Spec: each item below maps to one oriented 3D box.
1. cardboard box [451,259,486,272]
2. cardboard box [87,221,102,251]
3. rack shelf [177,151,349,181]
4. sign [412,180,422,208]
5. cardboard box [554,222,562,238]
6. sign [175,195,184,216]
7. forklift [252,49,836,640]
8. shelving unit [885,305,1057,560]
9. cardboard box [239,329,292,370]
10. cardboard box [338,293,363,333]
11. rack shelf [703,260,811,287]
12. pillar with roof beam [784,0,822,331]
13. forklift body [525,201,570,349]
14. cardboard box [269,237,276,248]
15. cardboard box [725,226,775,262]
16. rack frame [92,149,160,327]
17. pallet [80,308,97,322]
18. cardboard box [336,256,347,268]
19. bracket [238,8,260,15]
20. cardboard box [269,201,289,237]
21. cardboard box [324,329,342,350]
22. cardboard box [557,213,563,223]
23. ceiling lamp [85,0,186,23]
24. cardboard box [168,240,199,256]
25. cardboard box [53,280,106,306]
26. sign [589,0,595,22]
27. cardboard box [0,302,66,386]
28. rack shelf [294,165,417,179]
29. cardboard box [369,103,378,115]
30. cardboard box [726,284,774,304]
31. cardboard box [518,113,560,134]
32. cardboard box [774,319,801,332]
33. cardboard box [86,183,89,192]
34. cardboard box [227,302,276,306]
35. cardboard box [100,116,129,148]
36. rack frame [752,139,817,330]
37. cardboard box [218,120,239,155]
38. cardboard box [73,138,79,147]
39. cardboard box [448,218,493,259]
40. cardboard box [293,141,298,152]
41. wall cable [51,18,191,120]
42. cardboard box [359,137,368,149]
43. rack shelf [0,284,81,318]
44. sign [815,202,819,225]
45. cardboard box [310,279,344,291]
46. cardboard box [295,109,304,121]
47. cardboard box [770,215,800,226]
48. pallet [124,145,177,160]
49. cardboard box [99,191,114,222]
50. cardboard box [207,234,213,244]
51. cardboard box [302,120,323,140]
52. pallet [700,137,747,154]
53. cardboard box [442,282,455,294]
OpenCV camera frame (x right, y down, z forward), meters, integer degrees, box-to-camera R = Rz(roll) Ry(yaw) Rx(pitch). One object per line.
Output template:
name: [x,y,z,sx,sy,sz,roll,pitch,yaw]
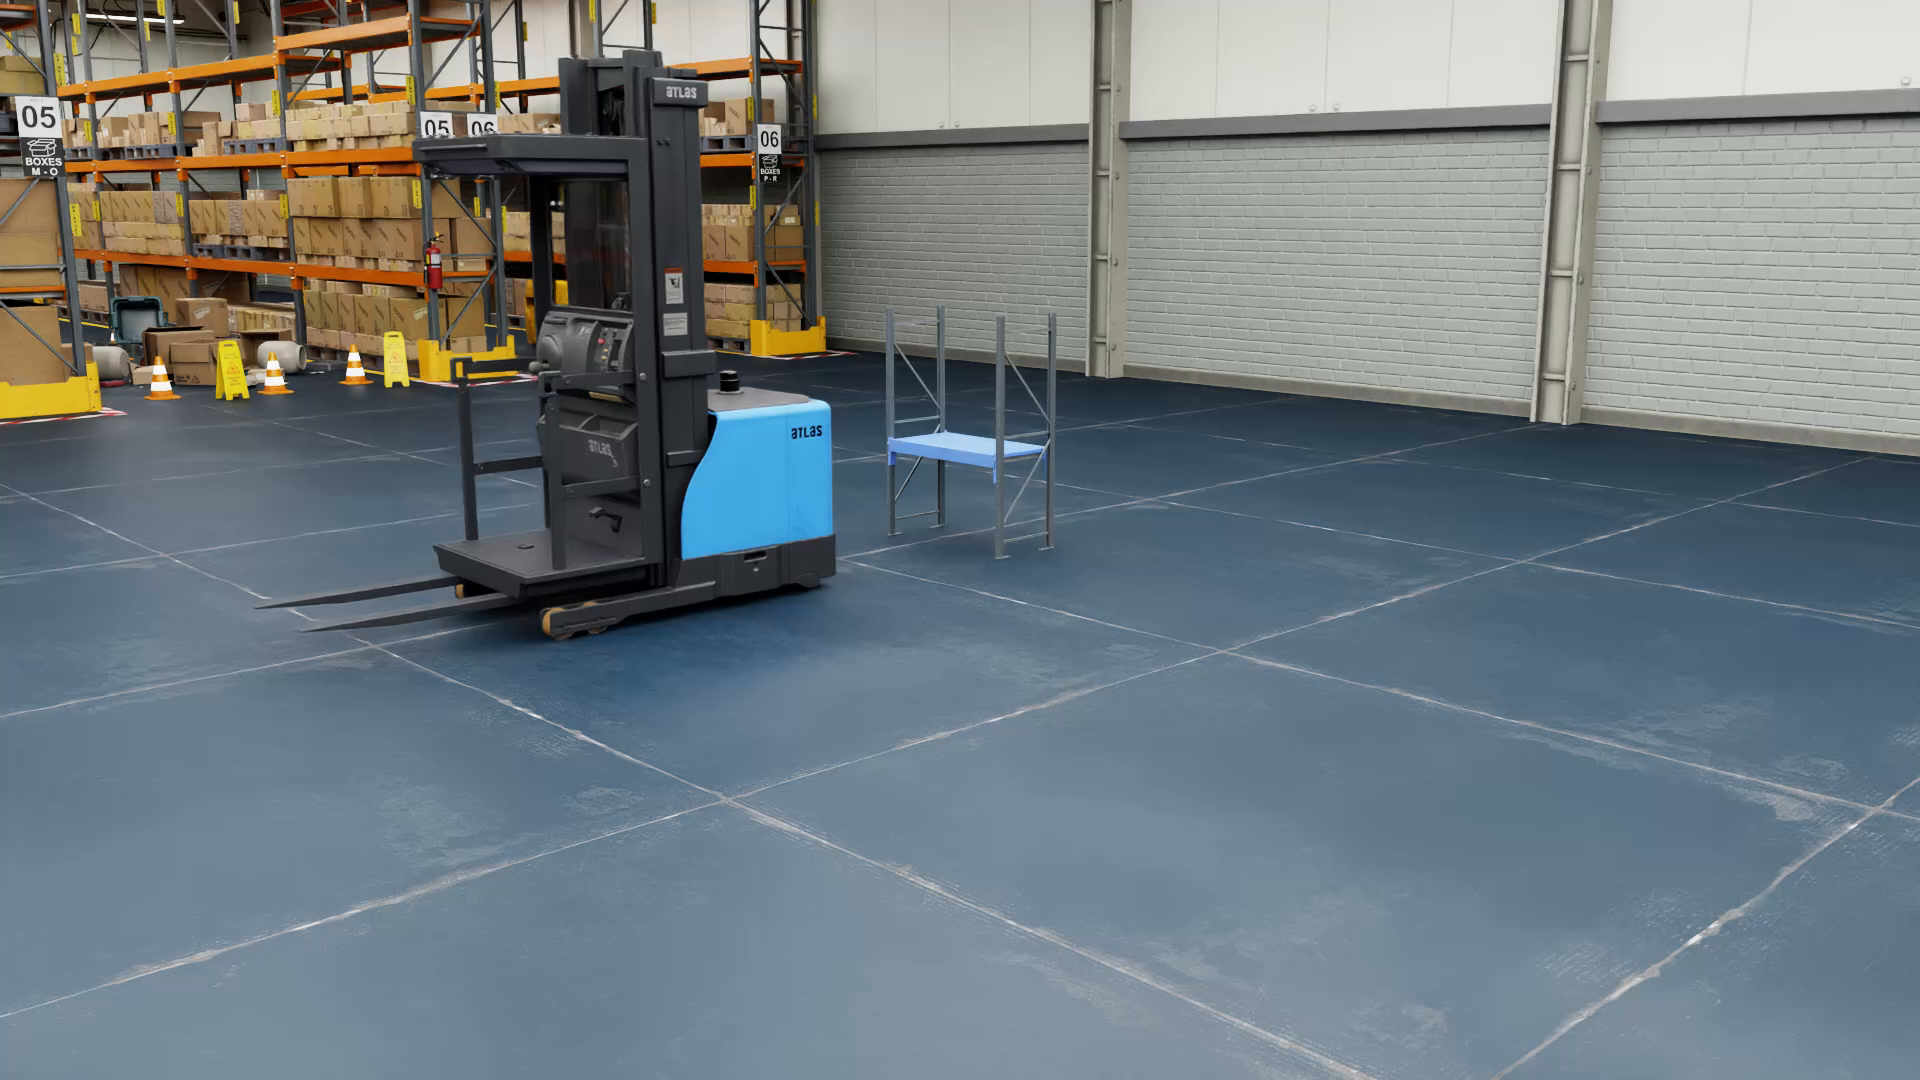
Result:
cardboard box: [-6.164,-3.441,20.805,0.380,0.149,0.250,-11,16,-42]
cardboard box: [-14.871,-5.318,29.045,0.500,0.500,0.500,-11,16,-42]
rack shelf: [-10.222,-5.479,24.419,1.077,0.370,4.000,-11,16,-43]
sign: [-6.494,-4.134,19.889,0.100,0.325,0.005,-11,16,-43]
cardboard box: [-6.487,-5.119,27.457,0.500,0.250,0.500,-10,16,-41]
sign: [-12.003,-5.143,25.571,0.100,0.325,0.005,-11,16,-43]
forklift: [-2.154,-1.045,8.718,3.031,2.935,1.130,-10,15,-40]
shelving unit: [0.059,-0.722,10.700,0.538,1.500,1.048,-11,16,-43]
cardboard box: [-9.085,-2.501,21.805,0.500,0.500,0.500,-1,12,-4]
cardboard box: [-7.894,-3.020,22.051,0.500,0.500,0.500,-10,15,-40]
rack shelf: [-3.872,-4.118,25.248,1.077,0.370,4.000,-11,16,-43]
pillar with roof beam: [-5.434,-6.744,21.344,9.100,9.000,0.400,-11,16,-43]
forklift body: [-5.120,-3.785,23.954,2.313,2.155,1.214,-11,16,-43]
cardboard box: [-9.565,-4.230,23.592,0.250,0.149,0.380,11,16,43]
cardboard box: [-3.021,-4.263,23.920,0.500,0.500,0.500,-11,16,-44]
rack frame: [-14.366,-5.237,28.899,1.000,3.000,0.127,-11,16,-43]
pallet: [-15.681,-4.172,30.637,1.003,0.211,1.213,-11,16,-43]
cardboard box: [-7.979,-3.668,21.905,0.380,0.149,0.250,-11,16,-42]
bracket: [-17.224,-12.153,38.677,0.076,0.066,5.218,-11,16,-43]
cardboard box: [-9.326,-4.506,23.322,0.500,0.500,0.500,-11,16,-44]
cardboard box: [-8.252,-2.729,22.496,0.500,0.250,0.500,-10,15,-39]
cardboard box: [-6.385,-5.293,27.312,0.250,0.149,0.380,11,16,44]
ceiling lamp: [-17.075,-12.377,34.222,2.000,3.185,0.800,-11,16,-43]
cardboard box: [-12.140,-4.618,26.263,0.500,0.250,0.500,11,16,43]
cardboard box: [-16.600,-4.690,31.549,0.875,0.438,0.875,11,16,43]
sign: [-5.638,-8.119,25.509,0.100,0.325,0.005,-11,16,-43]
cardboard box: [-10.105,-2.036,17.587,0.875,0.875,0.875,-11,16,-42]
rack shelf: [-12.159,-7.338,33.446,1.077,0.370,4.000,-11,16,-43]
cardboard box: [-7.167,-5.390,20.850,0.380,0.149,0.250,-11,16,-43]
cardboard box: [-3.035,-3.551,24.008,0.500,0.250,0.500,-10,15,-41]
cardboard box: [-6.989,-6.830,27.661,0.500,0.500,0.500,-10,16,-41]
cardboard box: [-2.689,-3.136,24.474,0.500,0.250,0.500,-11,16,-42]
cardboard box: [-15.077,-6.186,29.169,0.380,0.149,0.250,-11,16,-42]
cardboard box: [-11.220,-3.488,25.881,0.625,0.372,0.950,10,16,41]
cardboard box: [-13.967,-6.792,27.724,0.500,0.500,0.500,-11,16,-44]
rack frame: [-2.491,-4.178,23.759,1.000,3.000,0.127,-11,16,-43]
cardboard box: [-10.529,-5.955,24.691,0.797,0.503,0.637,-11,16,-43]
cardboard box: [-15.221,-6.925,28.993,0.380,0.149,0.250,-10,16,-41]
cardboard box: [-6.205,-3.789,20.882,0.500,0.500,0.500,-11,16,-43]
cardboard box: [-8.803,-5.335,22.564,0.380,0.149,0.250,-11,16,-43]
wall cable: [-18.673,-10.056,37.327,2.988,3.039,0.133,-11,16,-43]
cardboard box: [-7.392,-5.036,21.111,0.250,0.149,0.380,11,16,44]
rack shelf: [-10.970,-2.721,18.468,1.077,0.370,4.000,-11,16,-43]
sign: [-2.086,-4.718,24.034,0.100,0.325,0.005,-11,16,-43]
cardboard box: [-8.586,-3.463,22.596,0.380,0.149,0.250,-11,16,-42]
cardboard box: [-8.659,-5.681,22.266,0.380,0.149,0.250,-10,15,-41]
cardboard box: [-2.538,-4.631,24.099,0.250,0.149,0.380,11,16,44]
pallet: [-12.861,-6.280,26.992,1.003,0.211,1.213,-10,15,-40]
cardboard box: [-14.270,-5.672,28.282,0.500,0.500,0.500,-11,16,-42]
cardboard box: [-11.187,-4.571,25.245,0.250,0.149,0.380,10,16,41]
cardboard box: [-8.372,-5.435,22.059,0.500,0.250,0.500,-11,16,-43]
pallet: [-3.808,-5.889,24.848,1.003,0.211,1.213,-11,16,-43]
cardboard box: [-9.165,-4.510,30.520,0.500,0.500,0.500,-10,15,-40]
